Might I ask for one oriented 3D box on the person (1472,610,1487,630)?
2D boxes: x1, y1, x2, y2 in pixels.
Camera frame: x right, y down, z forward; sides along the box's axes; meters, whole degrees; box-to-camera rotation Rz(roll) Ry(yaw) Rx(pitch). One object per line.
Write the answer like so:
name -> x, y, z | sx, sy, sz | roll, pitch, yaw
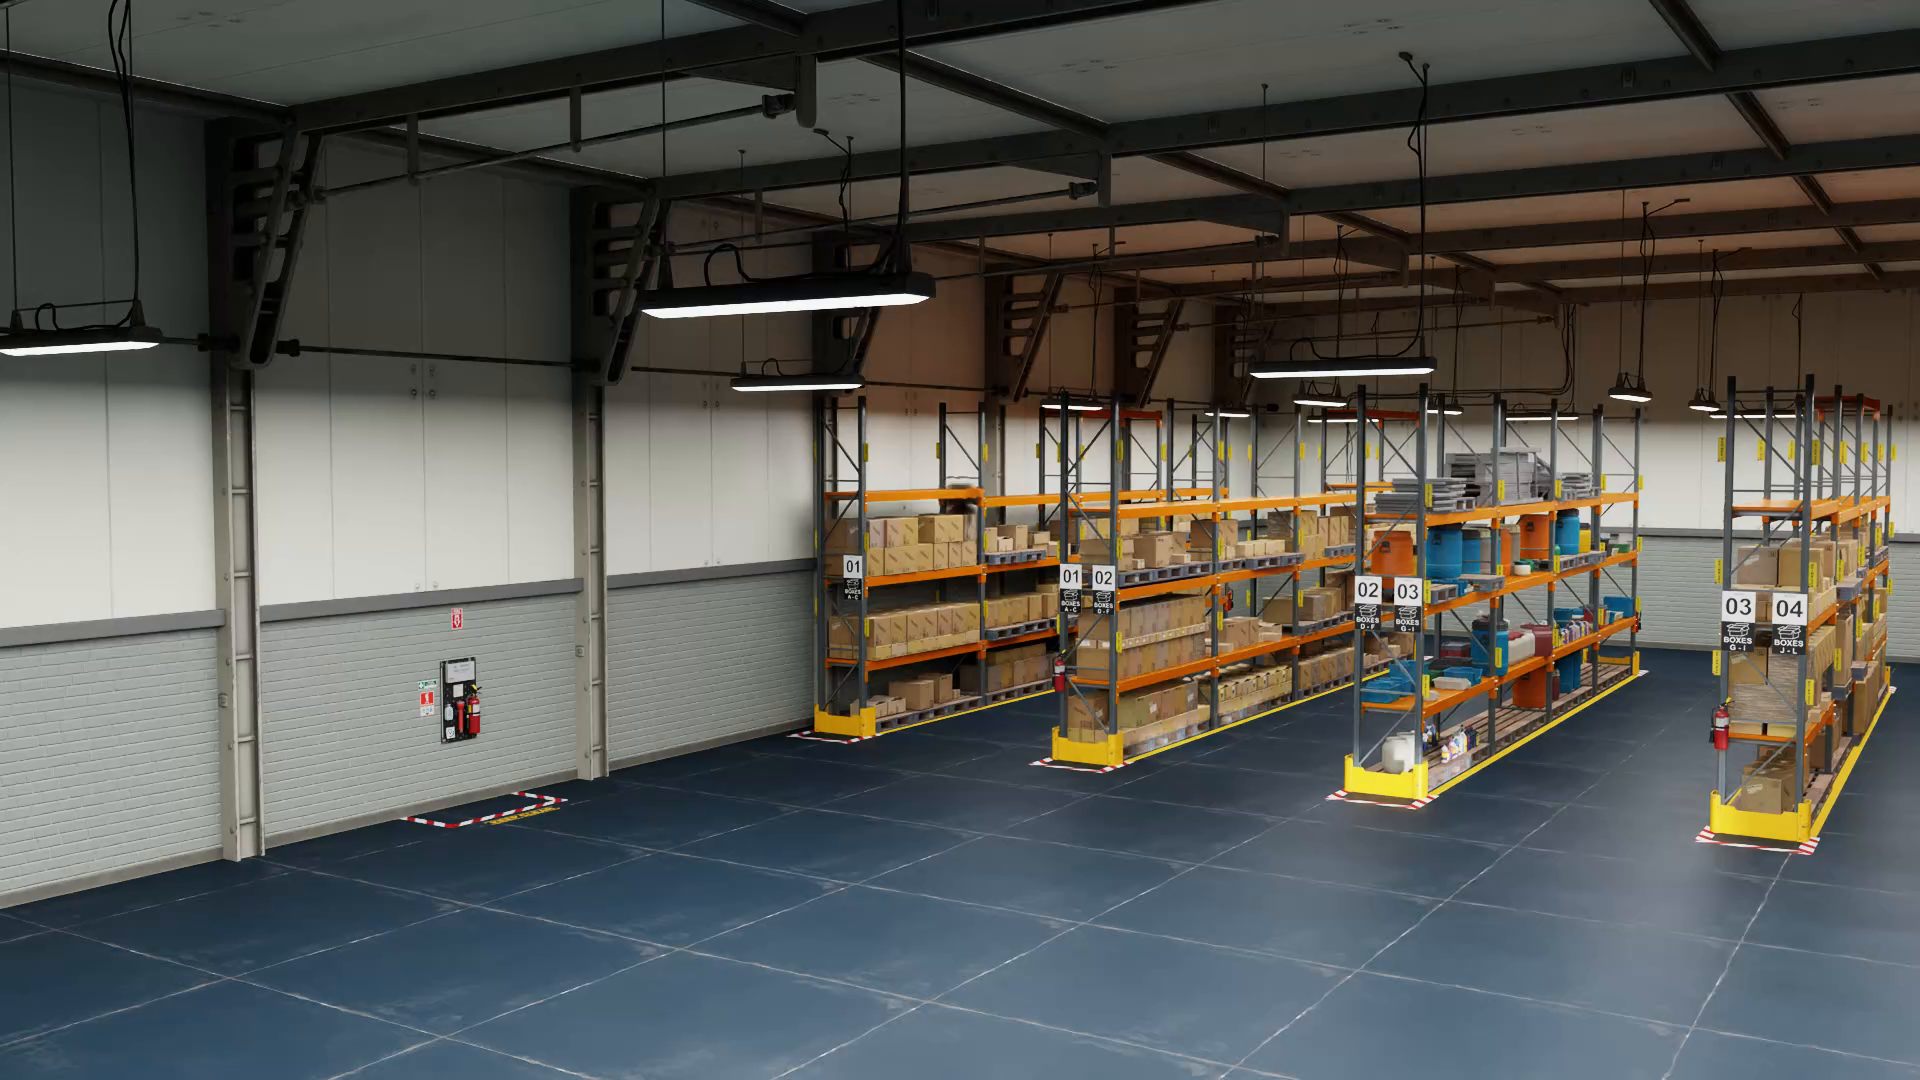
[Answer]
person -> 11.221, 2.339, 35.533 | 0.548, 1.693, 0.742 | 2, 4, 36
